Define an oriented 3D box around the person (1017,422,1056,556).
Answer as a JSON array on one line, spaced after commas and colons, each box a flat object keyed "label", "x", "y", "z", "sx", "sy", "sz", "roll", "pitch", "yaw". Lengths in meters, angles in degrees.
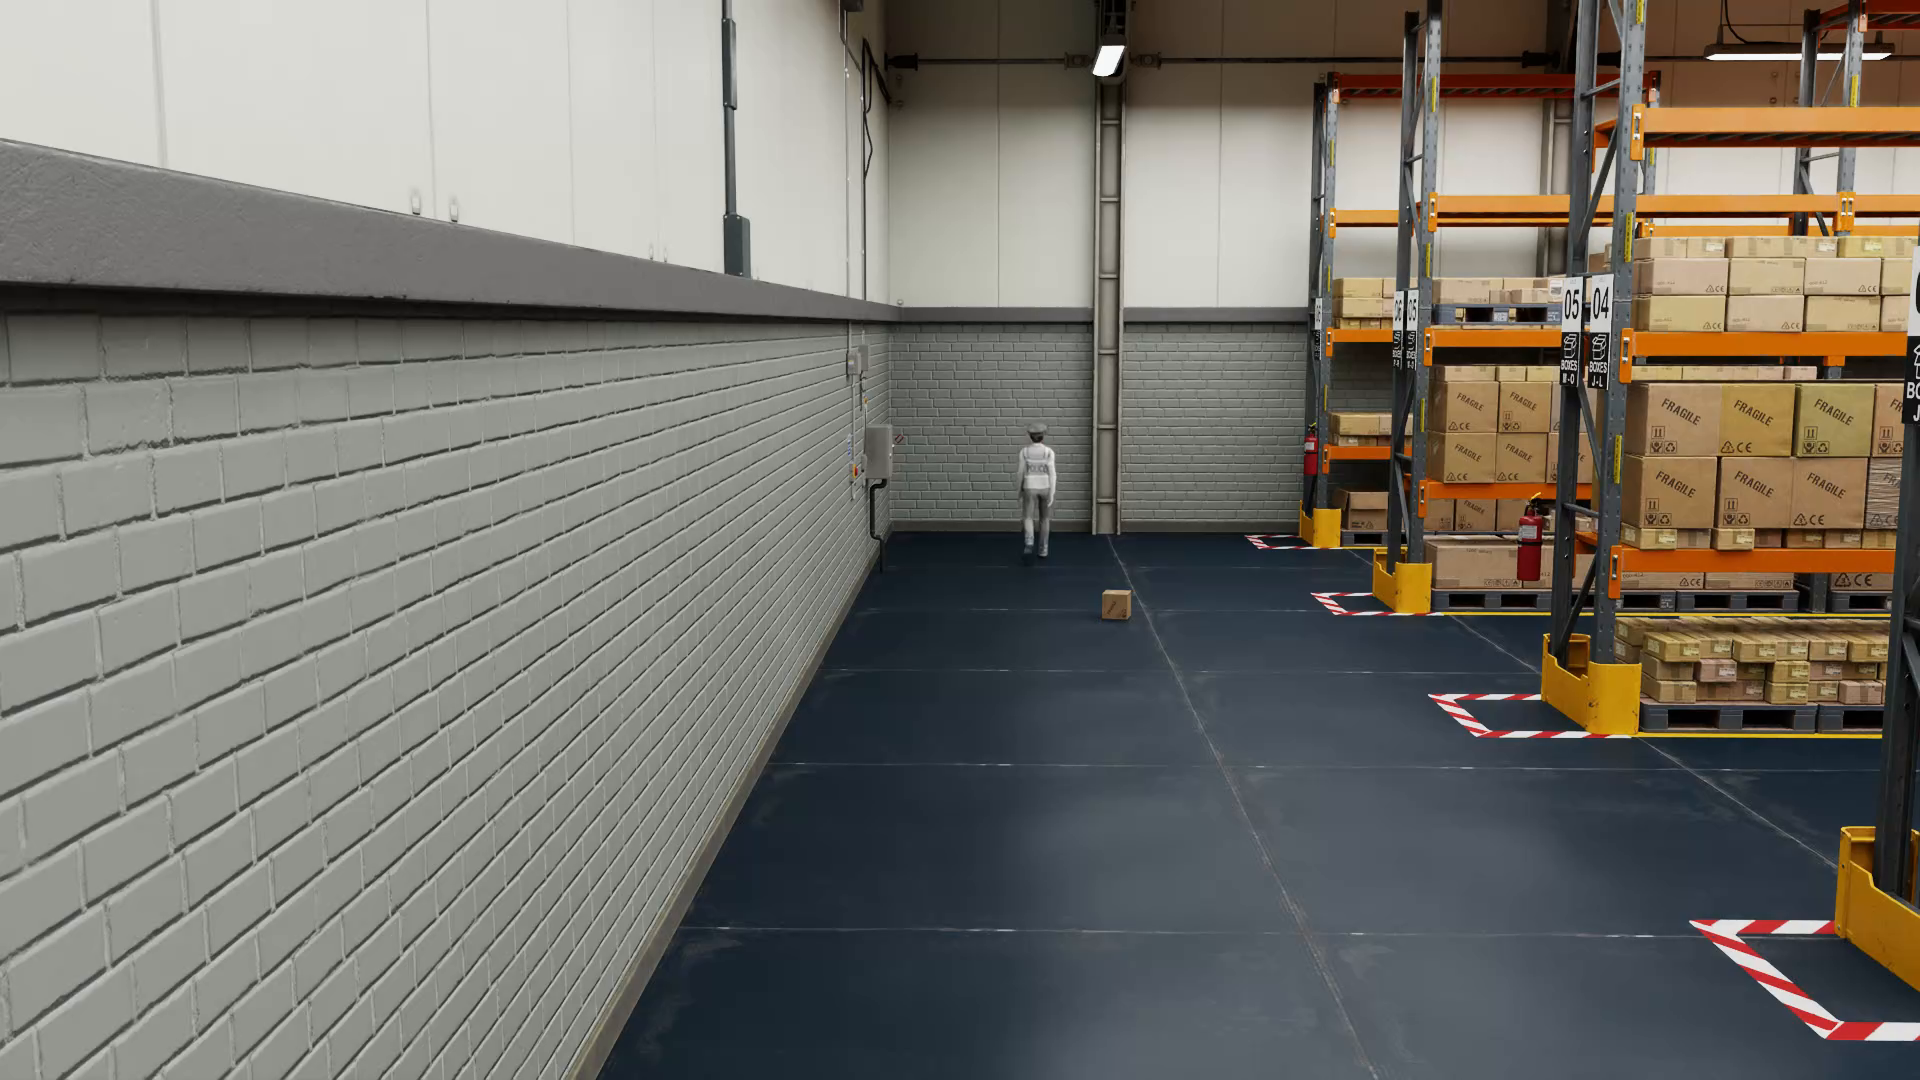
[{"label": "person", "x": 0.929, "y": -0.597, "z": 20.225, "sx": 0.480, "sy": 1.657, "sz": 0.837, "roll": 0, "pitch": 7, "yaw": 2}]
